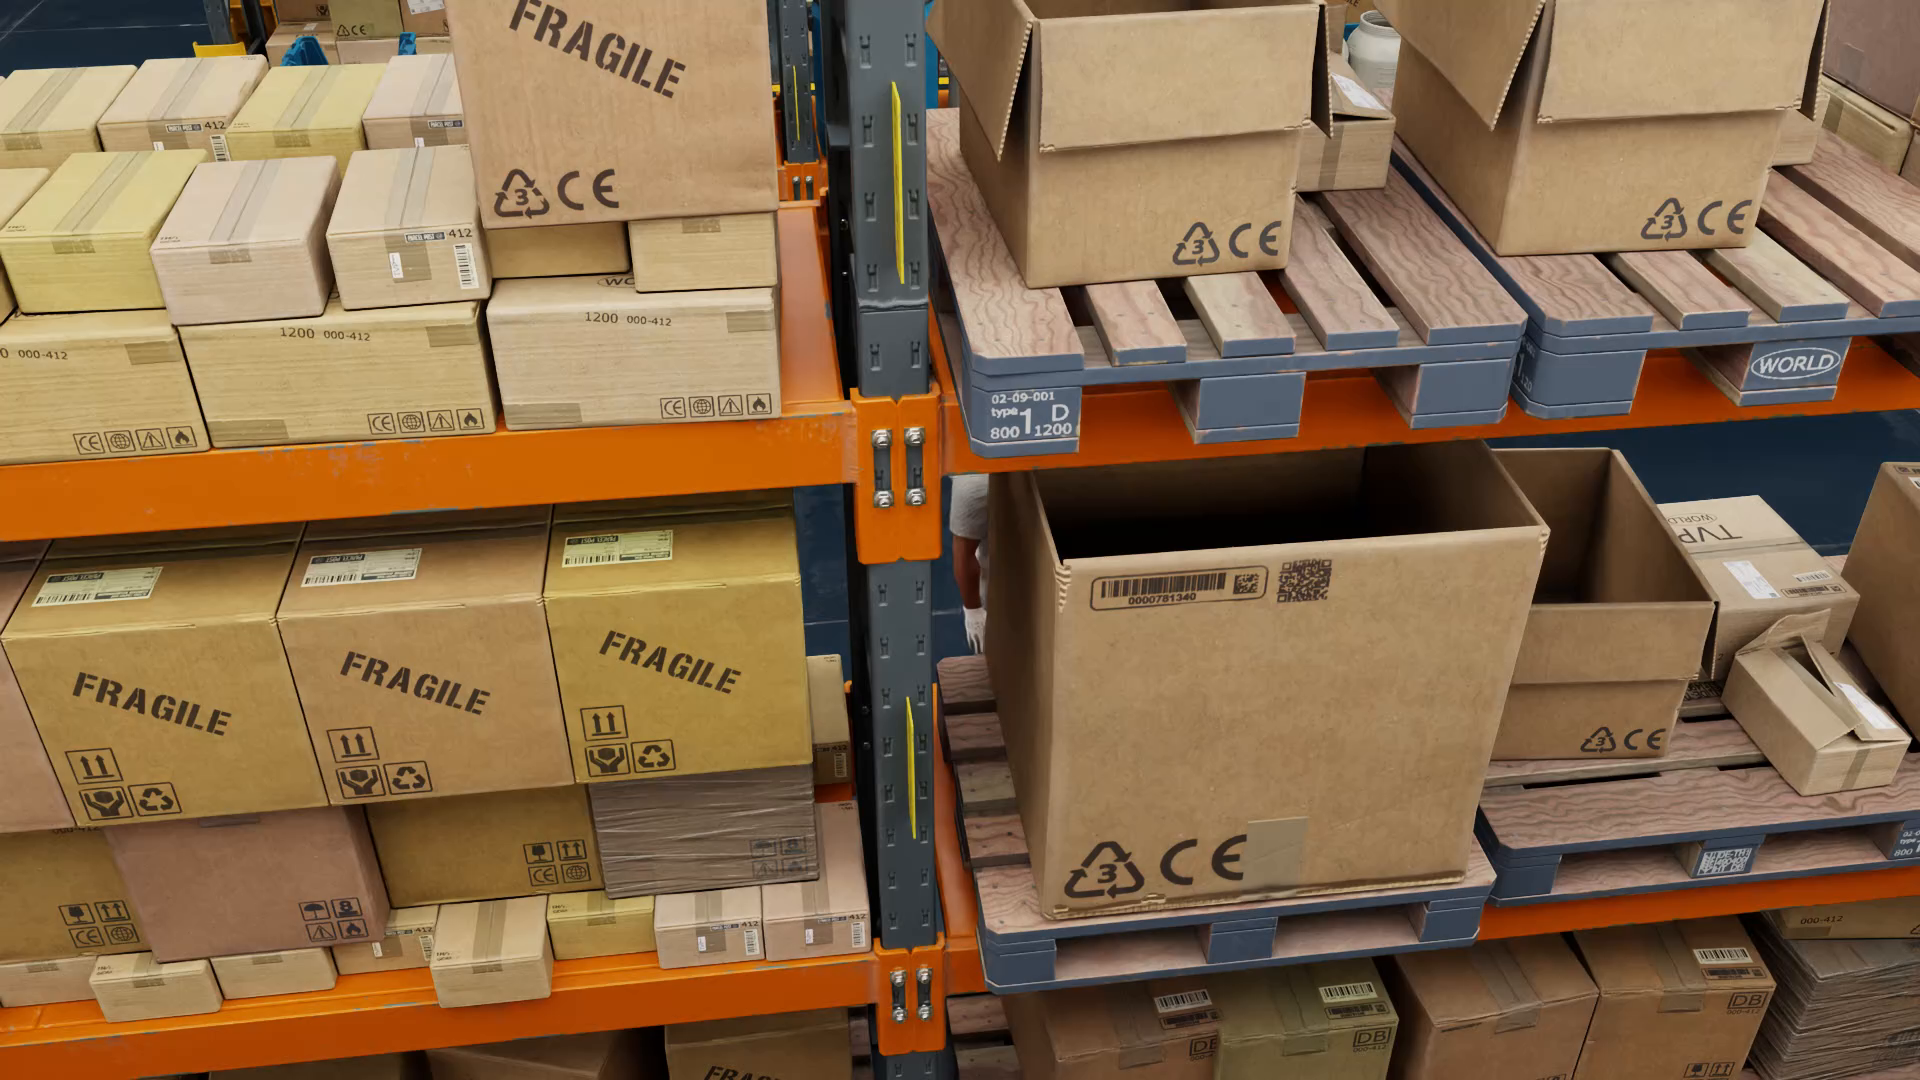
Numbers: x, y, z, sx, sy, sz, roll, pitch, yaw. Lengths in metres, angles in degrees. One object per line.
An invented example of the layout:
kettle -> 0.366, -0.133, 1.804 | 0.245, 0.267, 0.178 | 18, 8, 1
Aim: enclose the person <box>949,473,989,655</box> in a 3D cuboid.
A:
person -> 0.203, 0.150, 5.882 | 0.418, 1.776, 0.620 | 25, 42, 32
